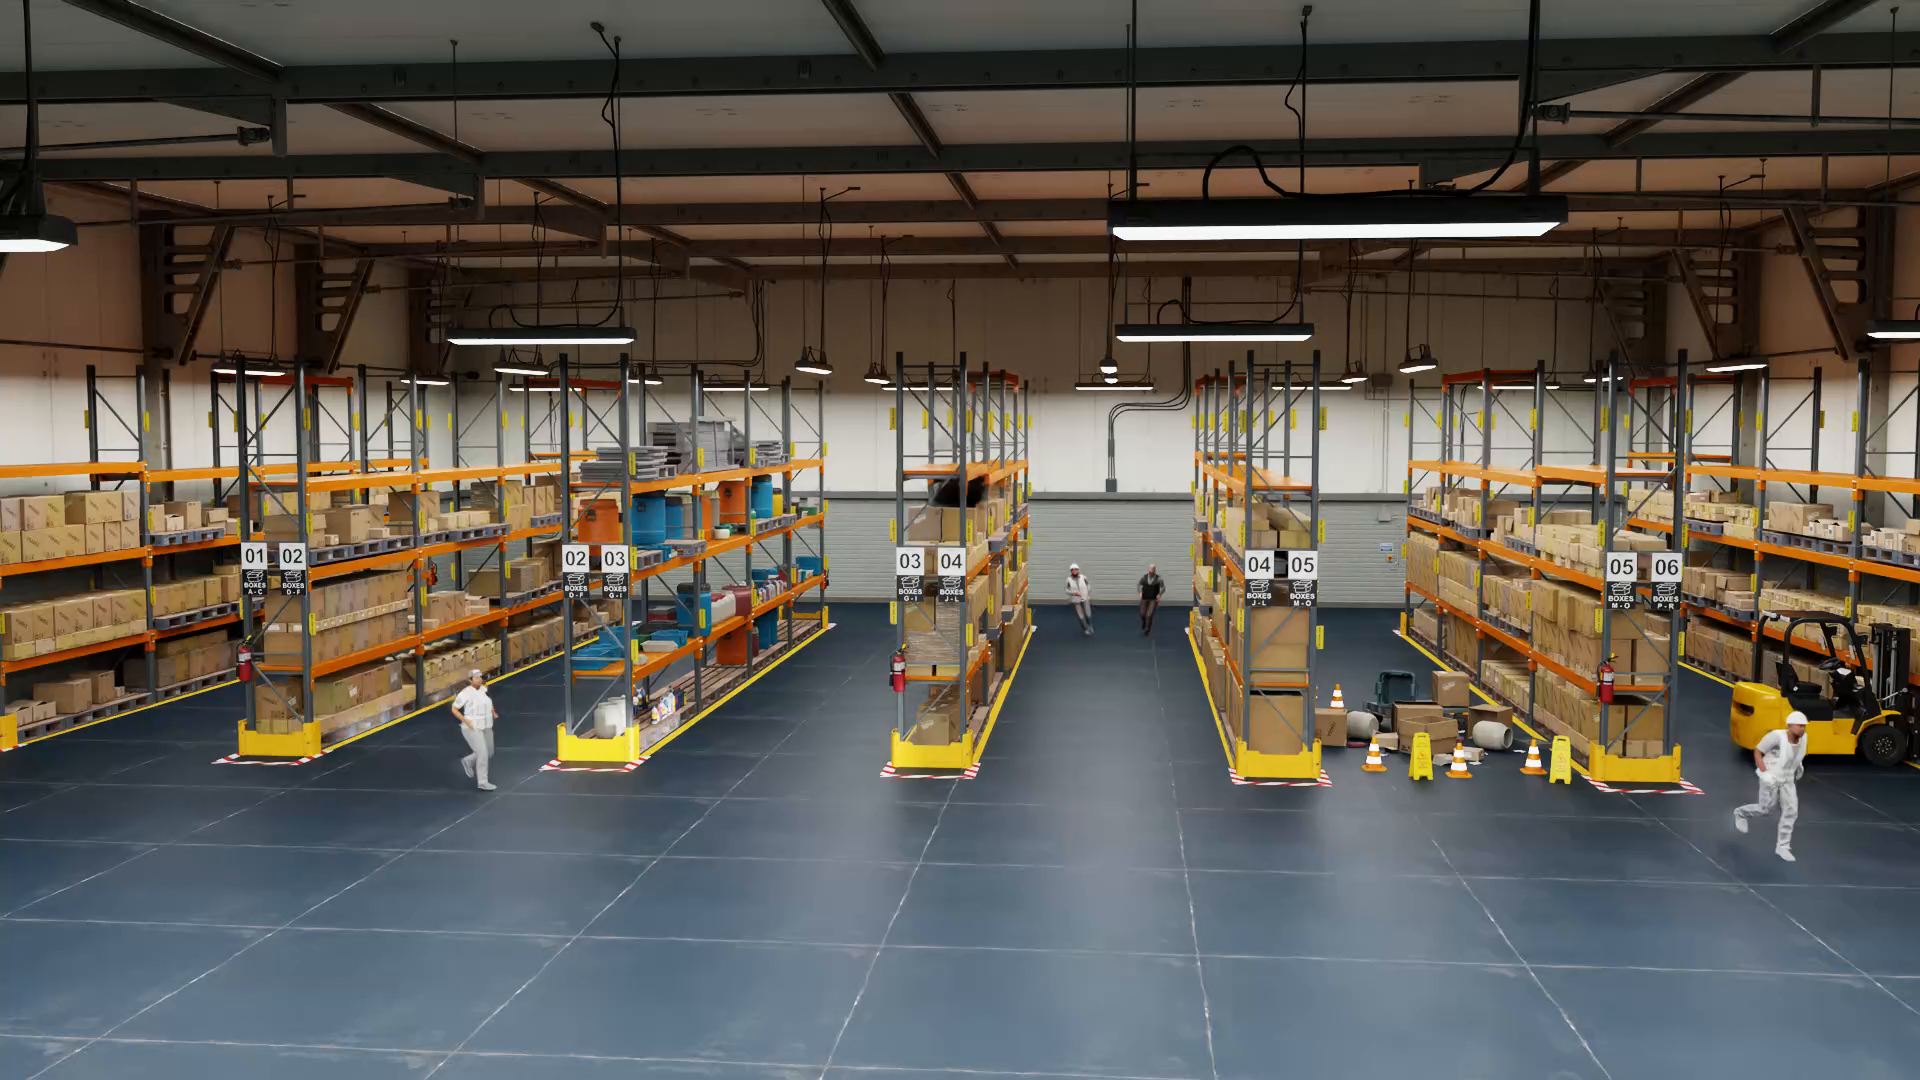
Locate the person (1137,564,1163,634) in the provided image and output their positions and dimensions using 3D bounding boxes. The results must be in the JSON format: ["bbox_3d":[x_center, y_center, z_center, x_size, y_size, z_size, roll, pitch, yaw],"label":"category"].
[{"bbox_3d":[4.444,1.405,39.057,0.646,1.670,0.575,1,4,17],"label":"person"}]

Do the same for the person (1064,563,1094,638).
[{"bbox_3d":[2.774,1.400,38.661,0.711,1.751,0.638,0,4,1],"label":"person"}]

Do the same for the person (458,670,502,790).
[{"bbox_3d":[-6.556,2.582,22.696,0.599,1.617,0.608,2,5,31],"label":"person"}]

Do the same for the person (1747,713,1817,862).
[{"bbox_3d":[9.496,2.805,19.206,0.677,1.711,0.877,-2,4,-23],"label":"person"}]
